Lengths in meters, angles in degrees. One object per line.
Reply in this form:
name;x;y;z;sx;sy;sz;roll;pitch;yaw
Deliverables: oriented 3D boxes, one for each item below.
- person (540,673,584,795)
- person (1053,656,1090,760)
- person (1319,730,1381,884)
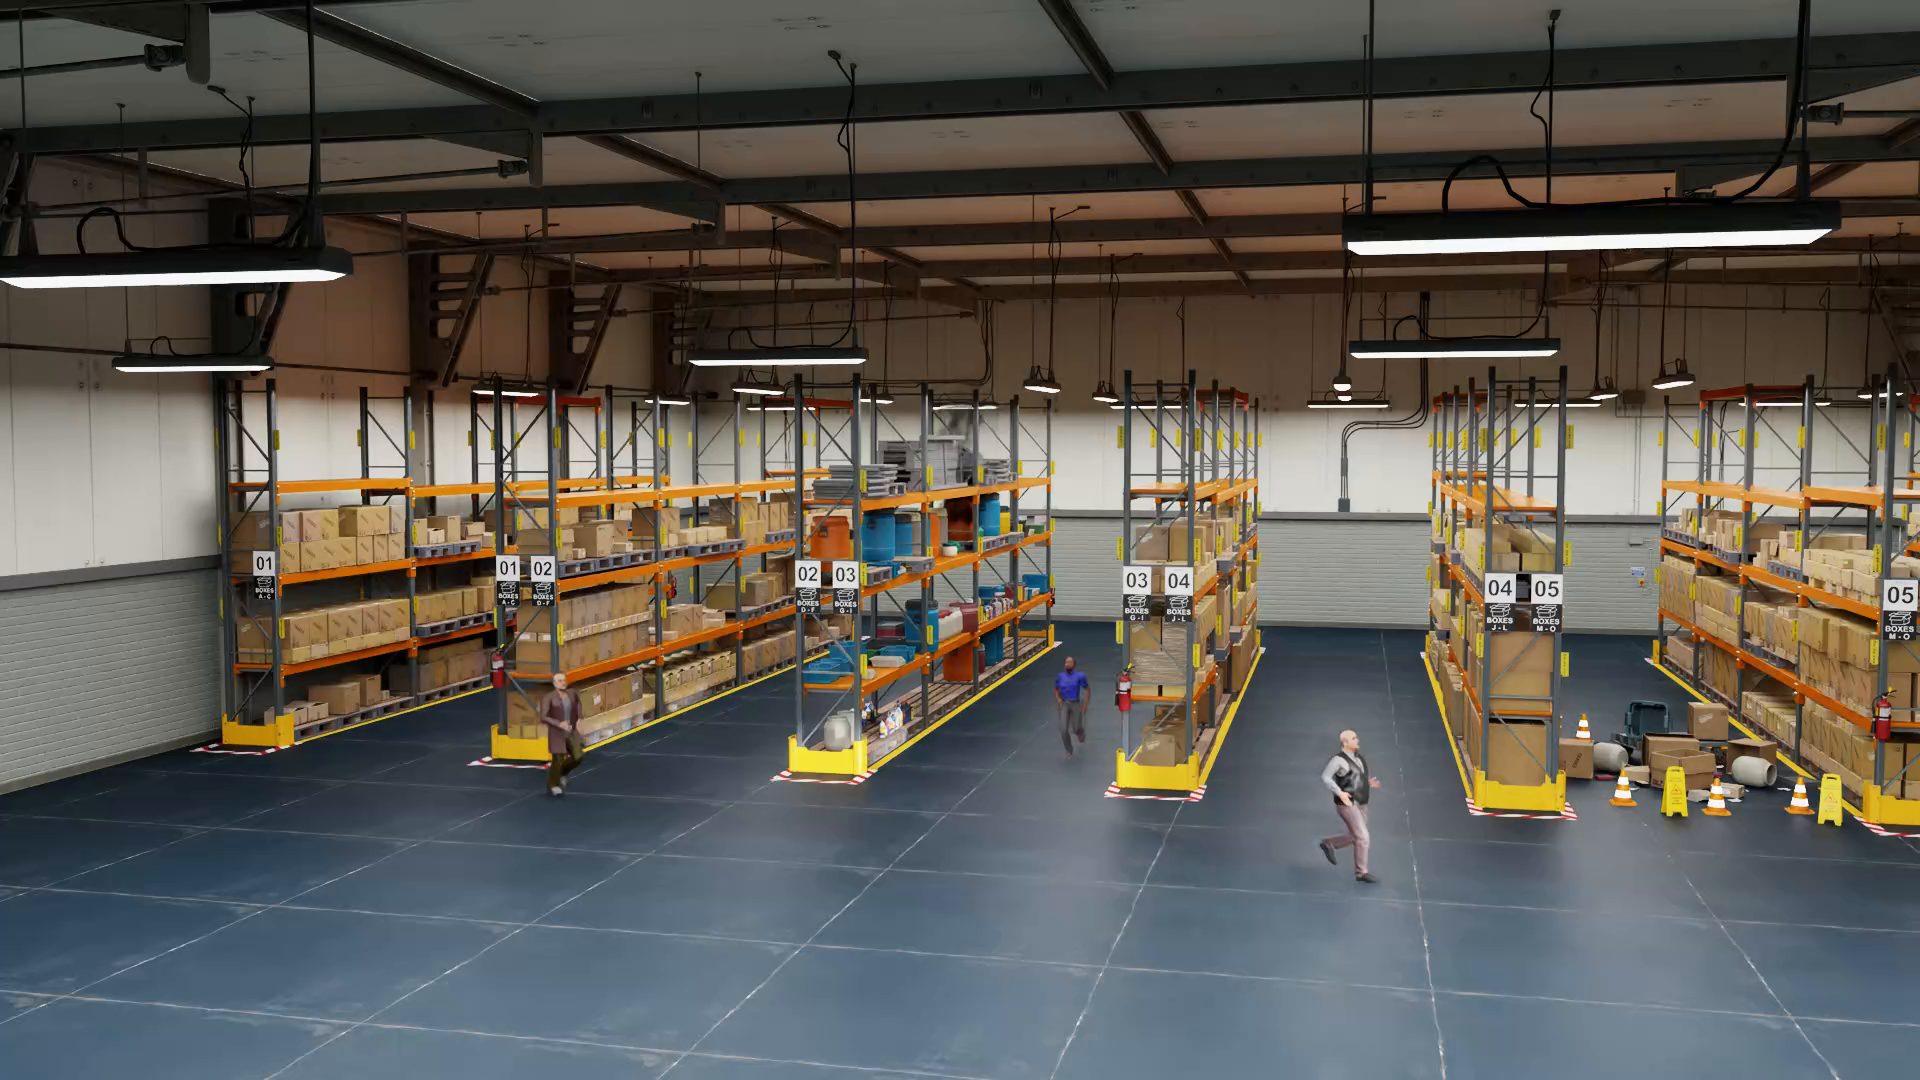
person;-5.549;2.728;23.337;0.732;1.729;0.753;-3;5;-41
person;1.760;2.637;26.334;0.592;1.600;0.616;1;4;13
person;4.436;3.016;18.964;0.860;1.695;0.669;3;5;44
